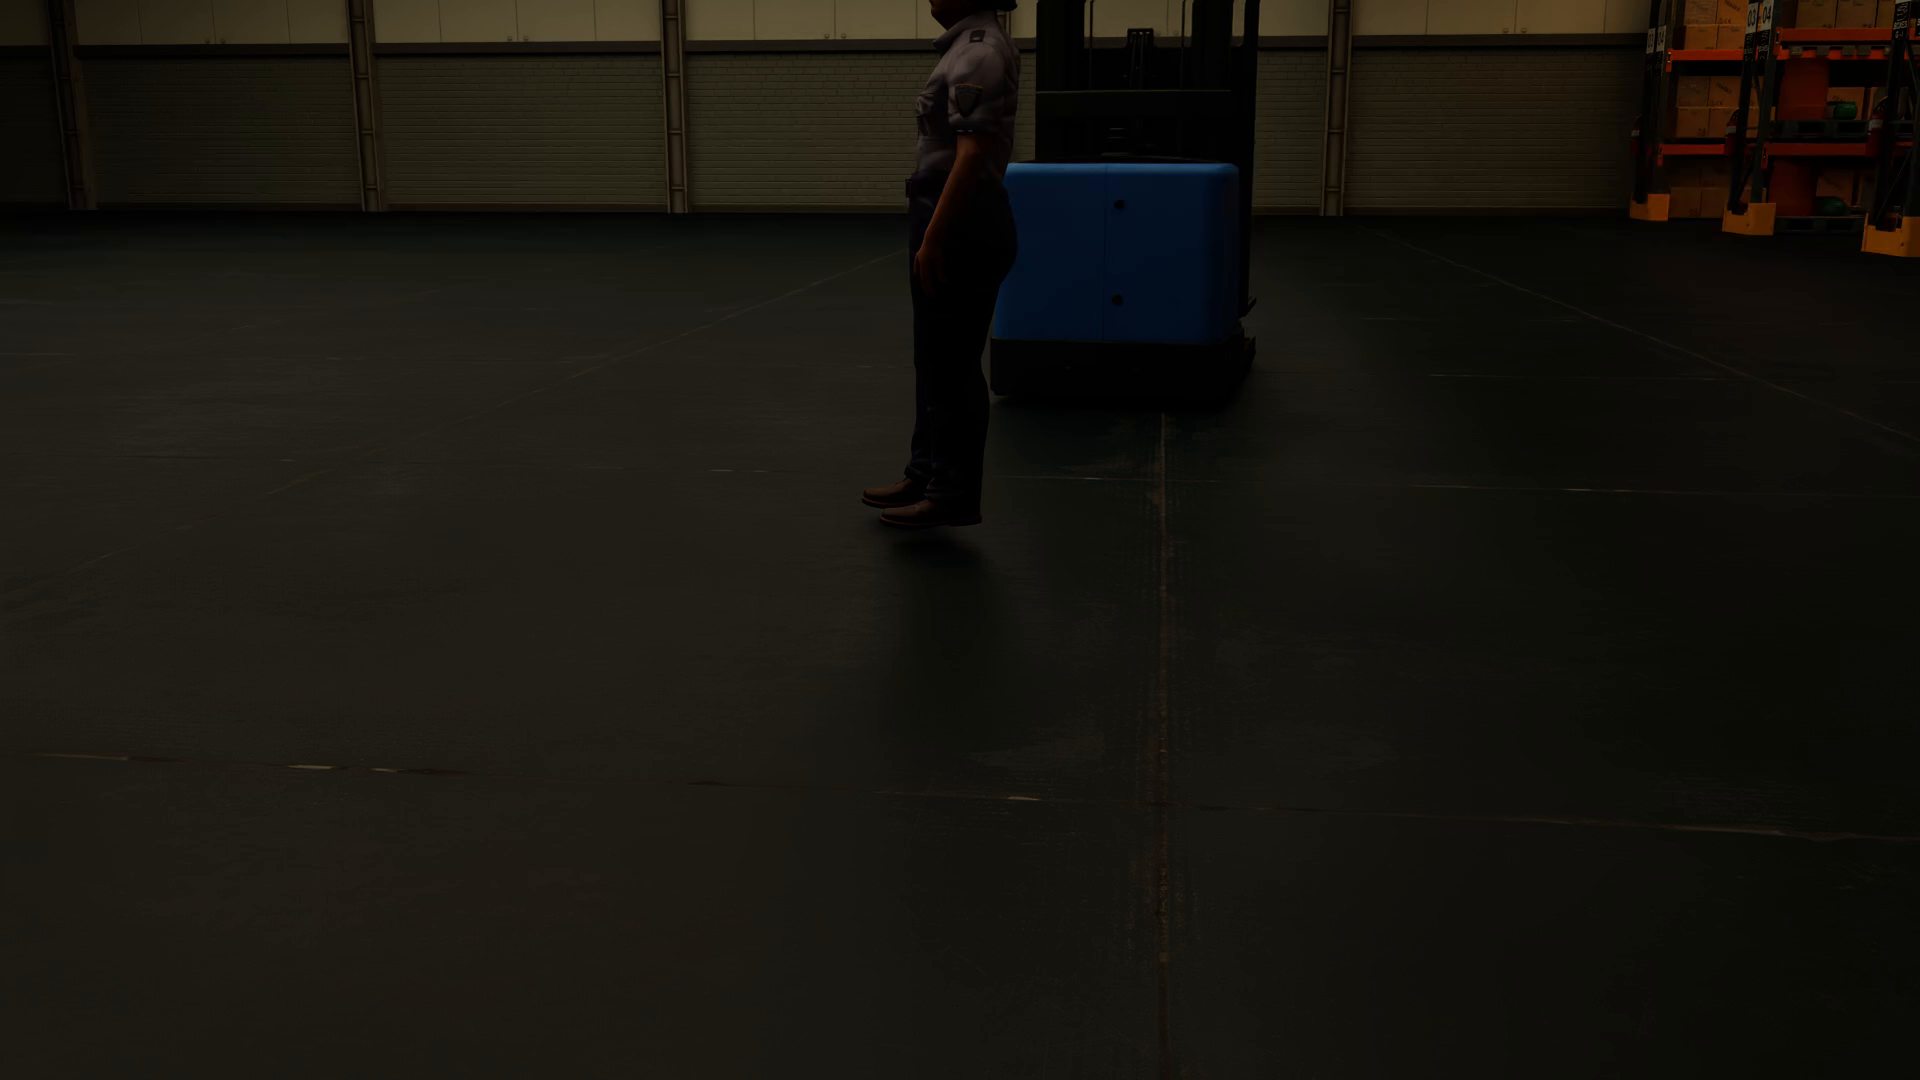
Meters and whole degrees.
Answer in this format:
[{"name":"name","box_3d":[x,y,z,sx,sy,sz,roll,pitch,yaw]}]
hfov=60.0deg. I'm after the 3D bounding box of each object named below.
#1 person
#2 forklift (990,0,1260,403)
[{"name":"person","box_3d":[-0.087,-0.856,4.781,0.502,1.651,0.598,2,13,7]},{"name":"forklift","box_3d":[0.975,-2.330,8.472,1.130,2.935,3.031,3,14,13]}]
